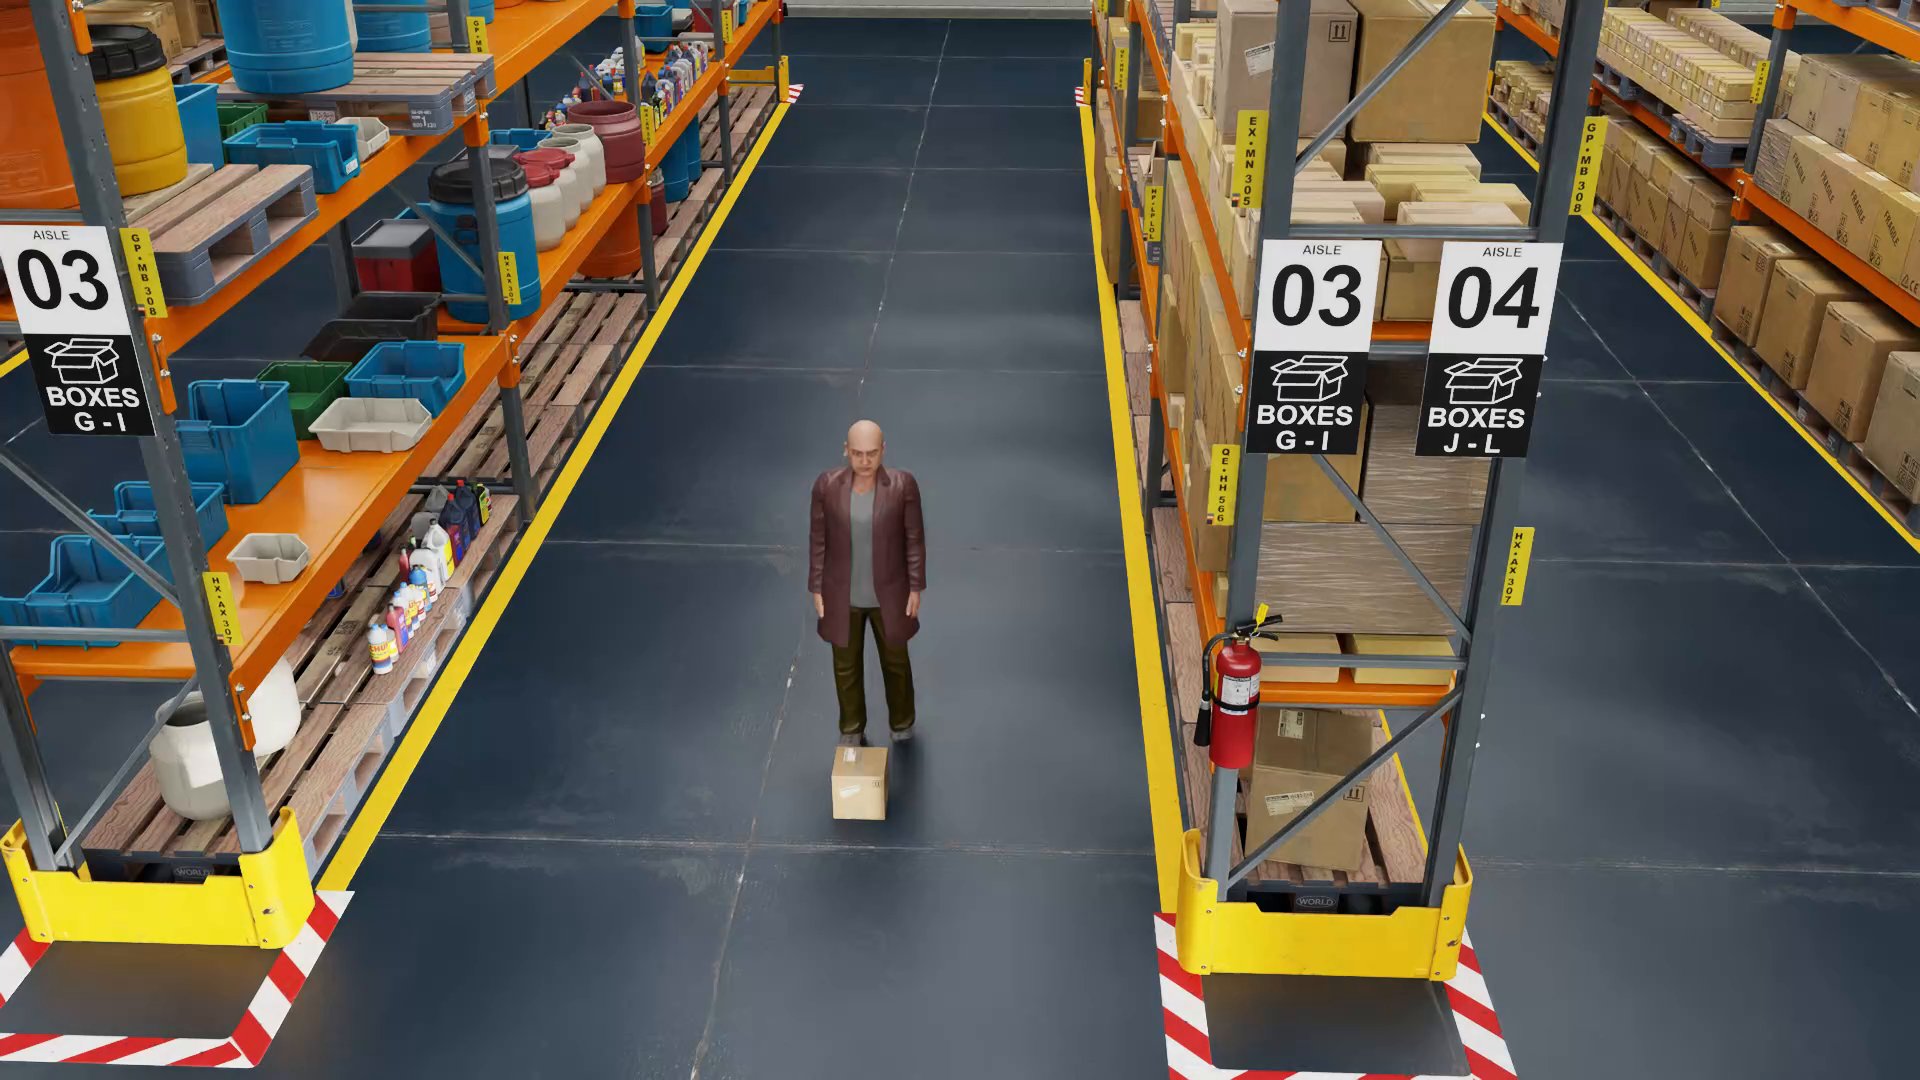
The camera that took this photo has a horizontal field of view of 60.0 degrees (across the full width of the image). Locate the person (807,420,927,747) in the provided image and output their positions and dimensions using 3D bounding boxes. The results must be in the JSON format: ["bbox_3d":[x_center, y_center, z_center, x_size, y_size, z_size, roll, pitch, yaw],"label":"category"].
[{"bbox_3d":[-0.457,0.297,8.174,0.584,1.879,0.503,1,28,3],"label":"person"}]
